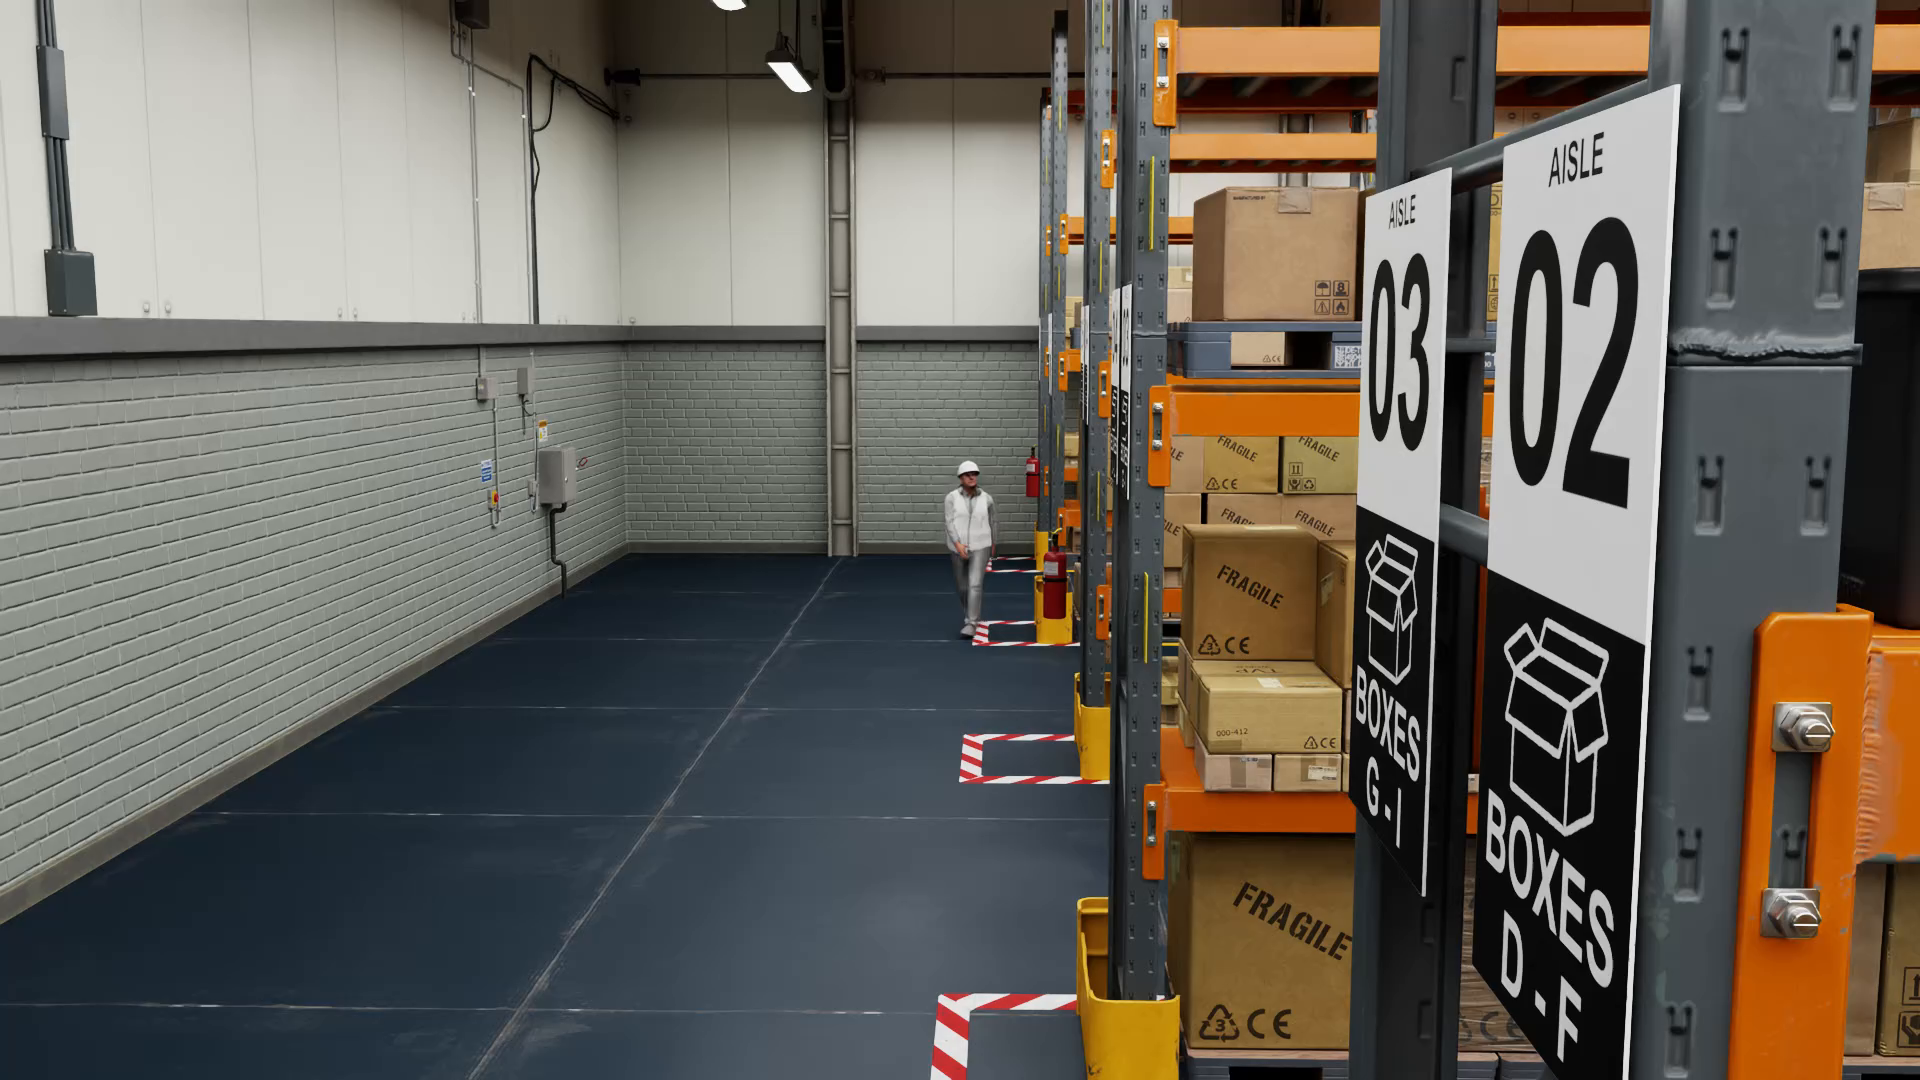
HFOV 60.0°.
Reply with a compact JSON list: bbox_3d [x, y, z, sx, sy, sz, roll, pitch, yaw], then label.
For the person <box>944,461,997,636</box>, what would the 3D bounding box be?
[{"bbox_3d":[0.107,0.064,16.742,0.514,1.728,0.999,1,7,4],"label":"person"}]
